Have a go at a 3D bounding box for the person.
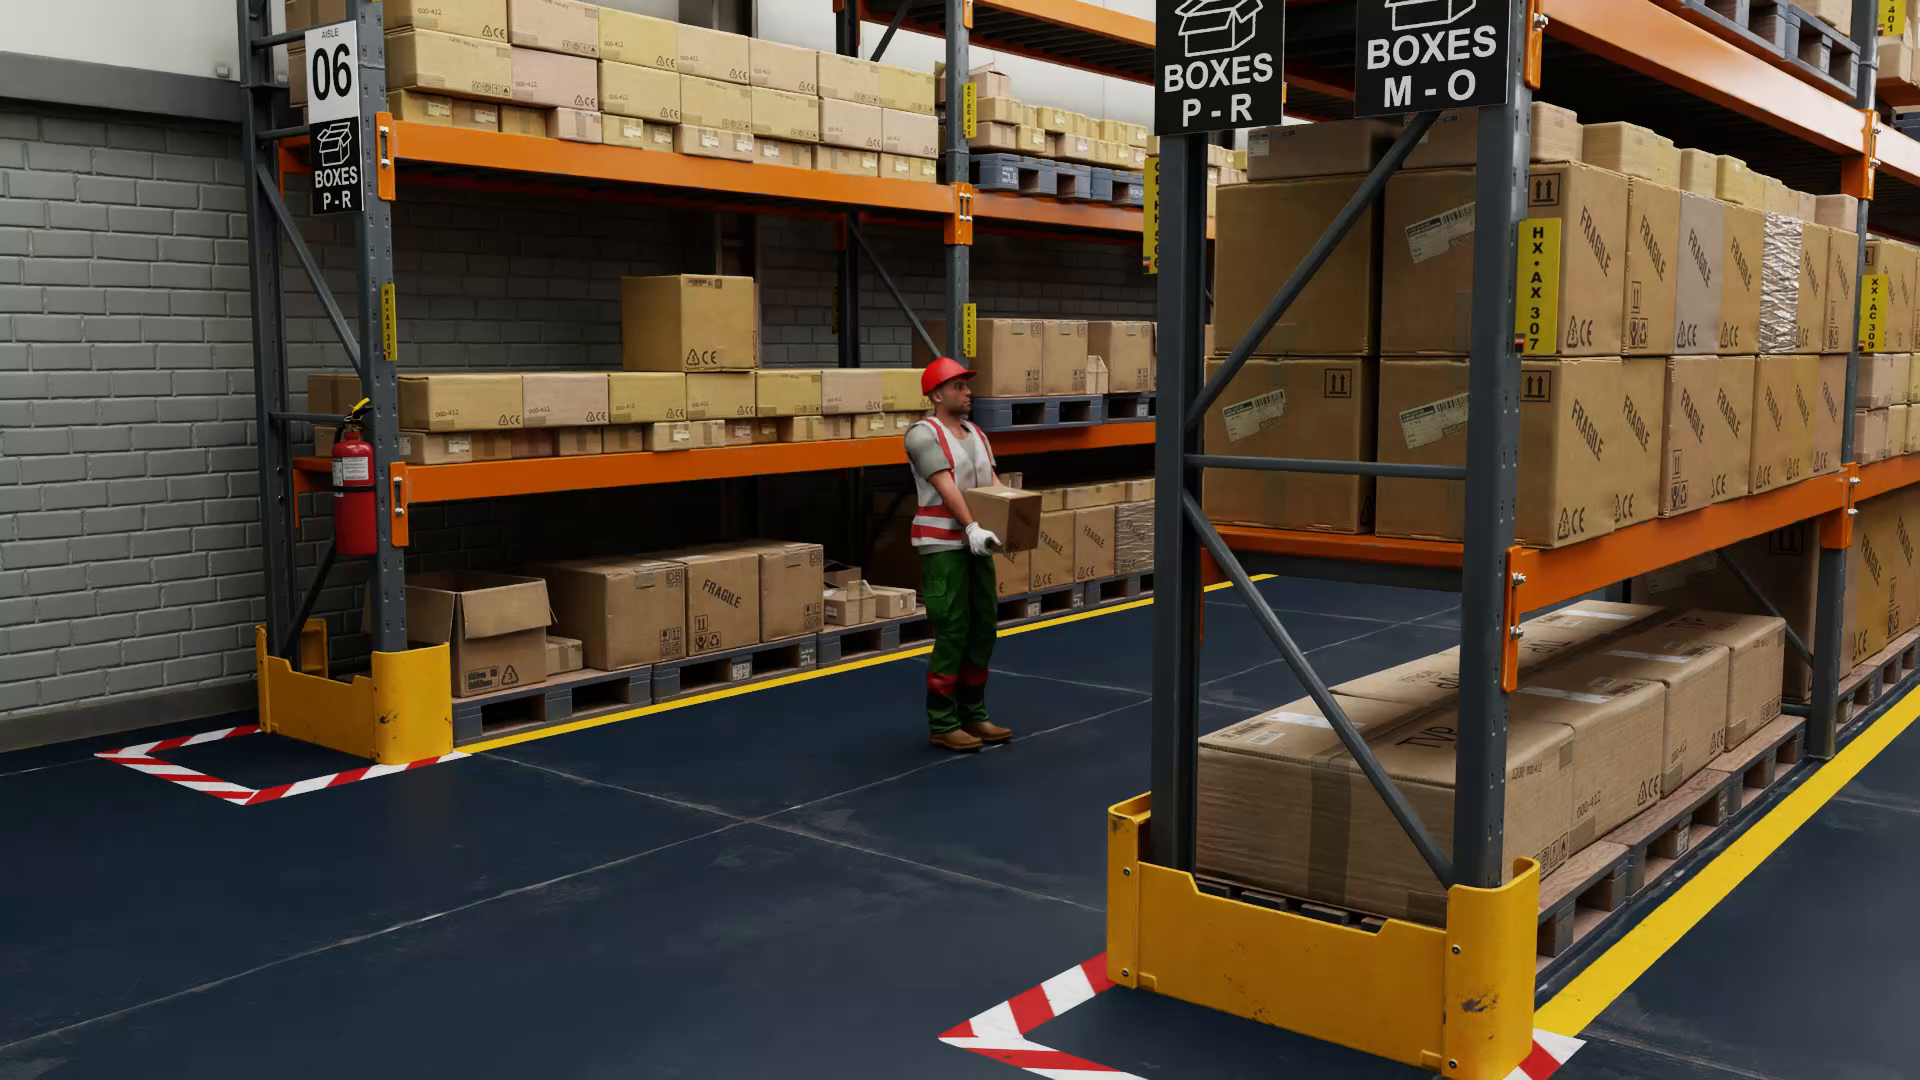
[{"bbox_3d":[0.055,0.060,7.633,0.564,1.782,0.494,5,8,38],"label":"person"}]
